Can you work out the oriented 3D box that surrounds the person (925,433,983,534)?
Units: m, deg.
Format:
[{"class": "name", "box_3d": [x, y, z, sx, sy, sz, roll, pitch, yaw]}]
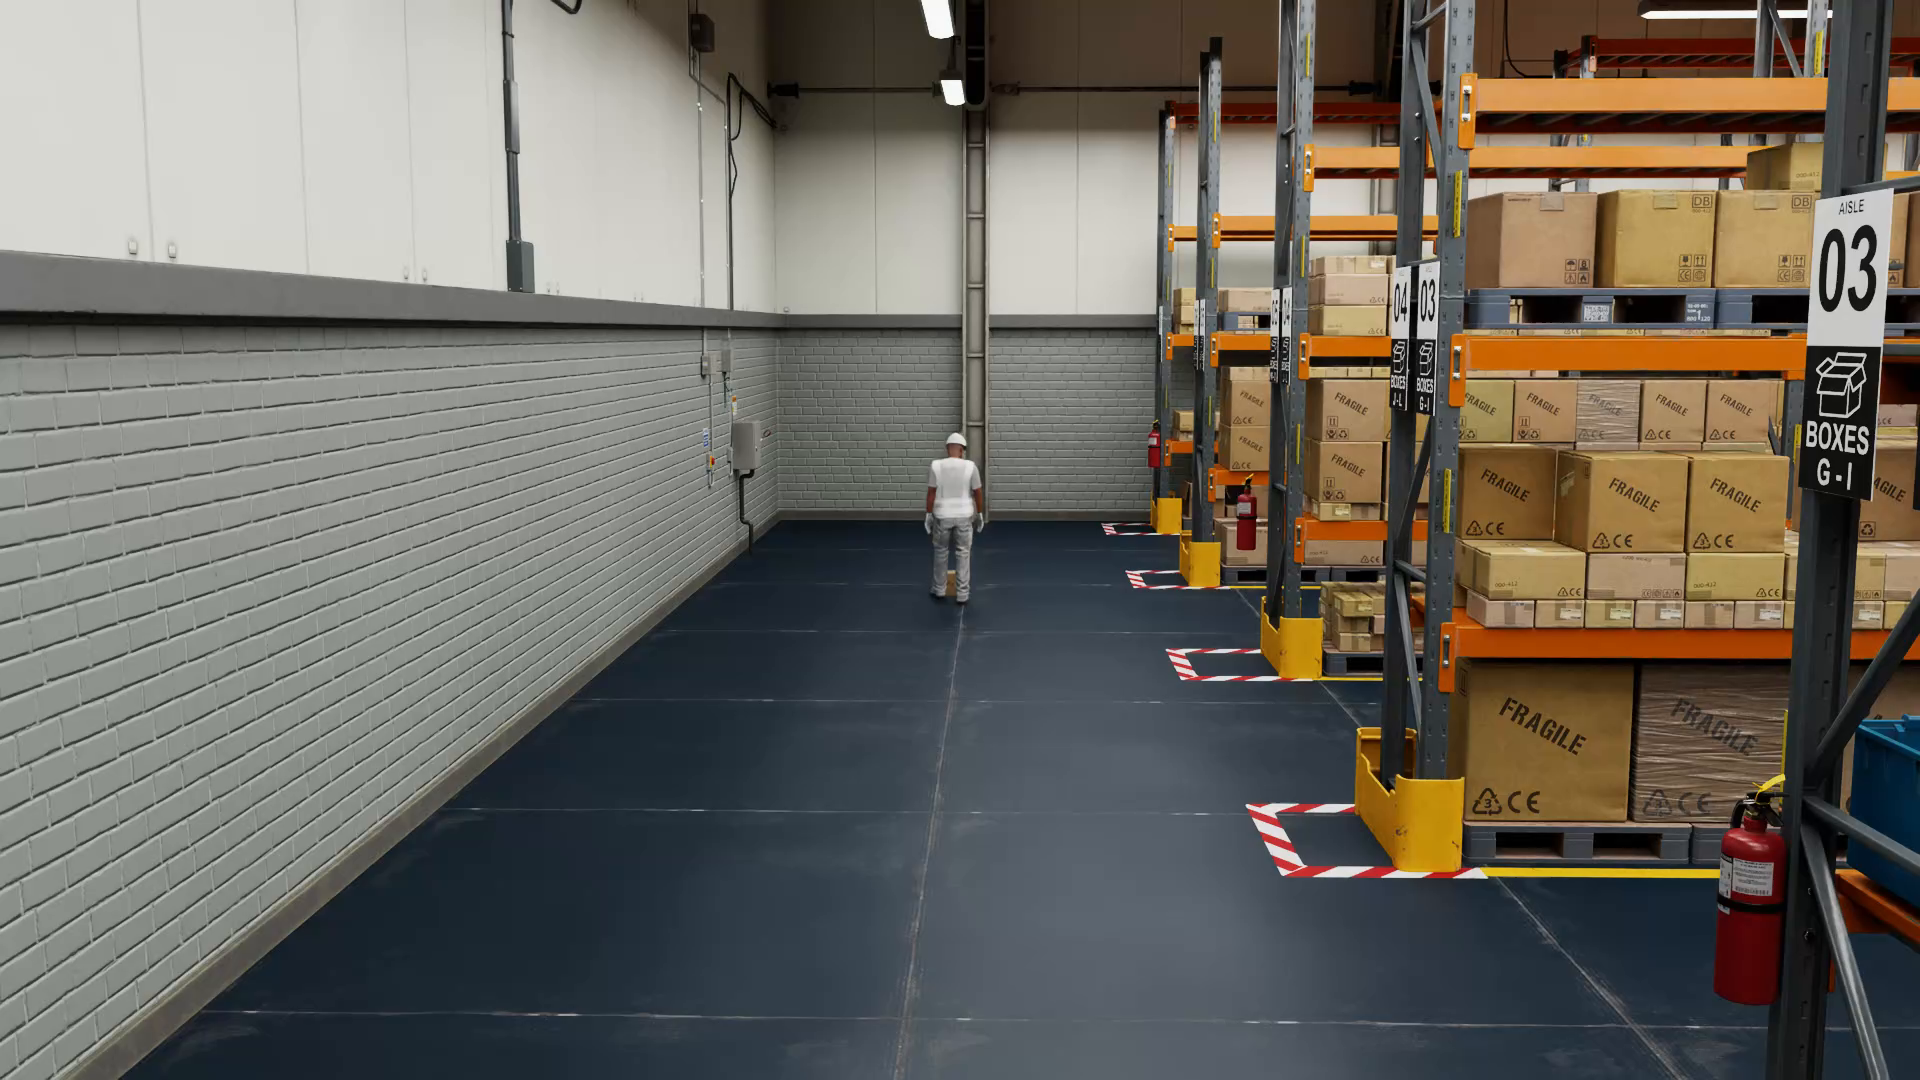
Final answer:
[{"class": "person", "box_3d": [-0.061, -0.591, 17.437, 0.615, 1.054, 0.362, 0, 7, 1]}]
